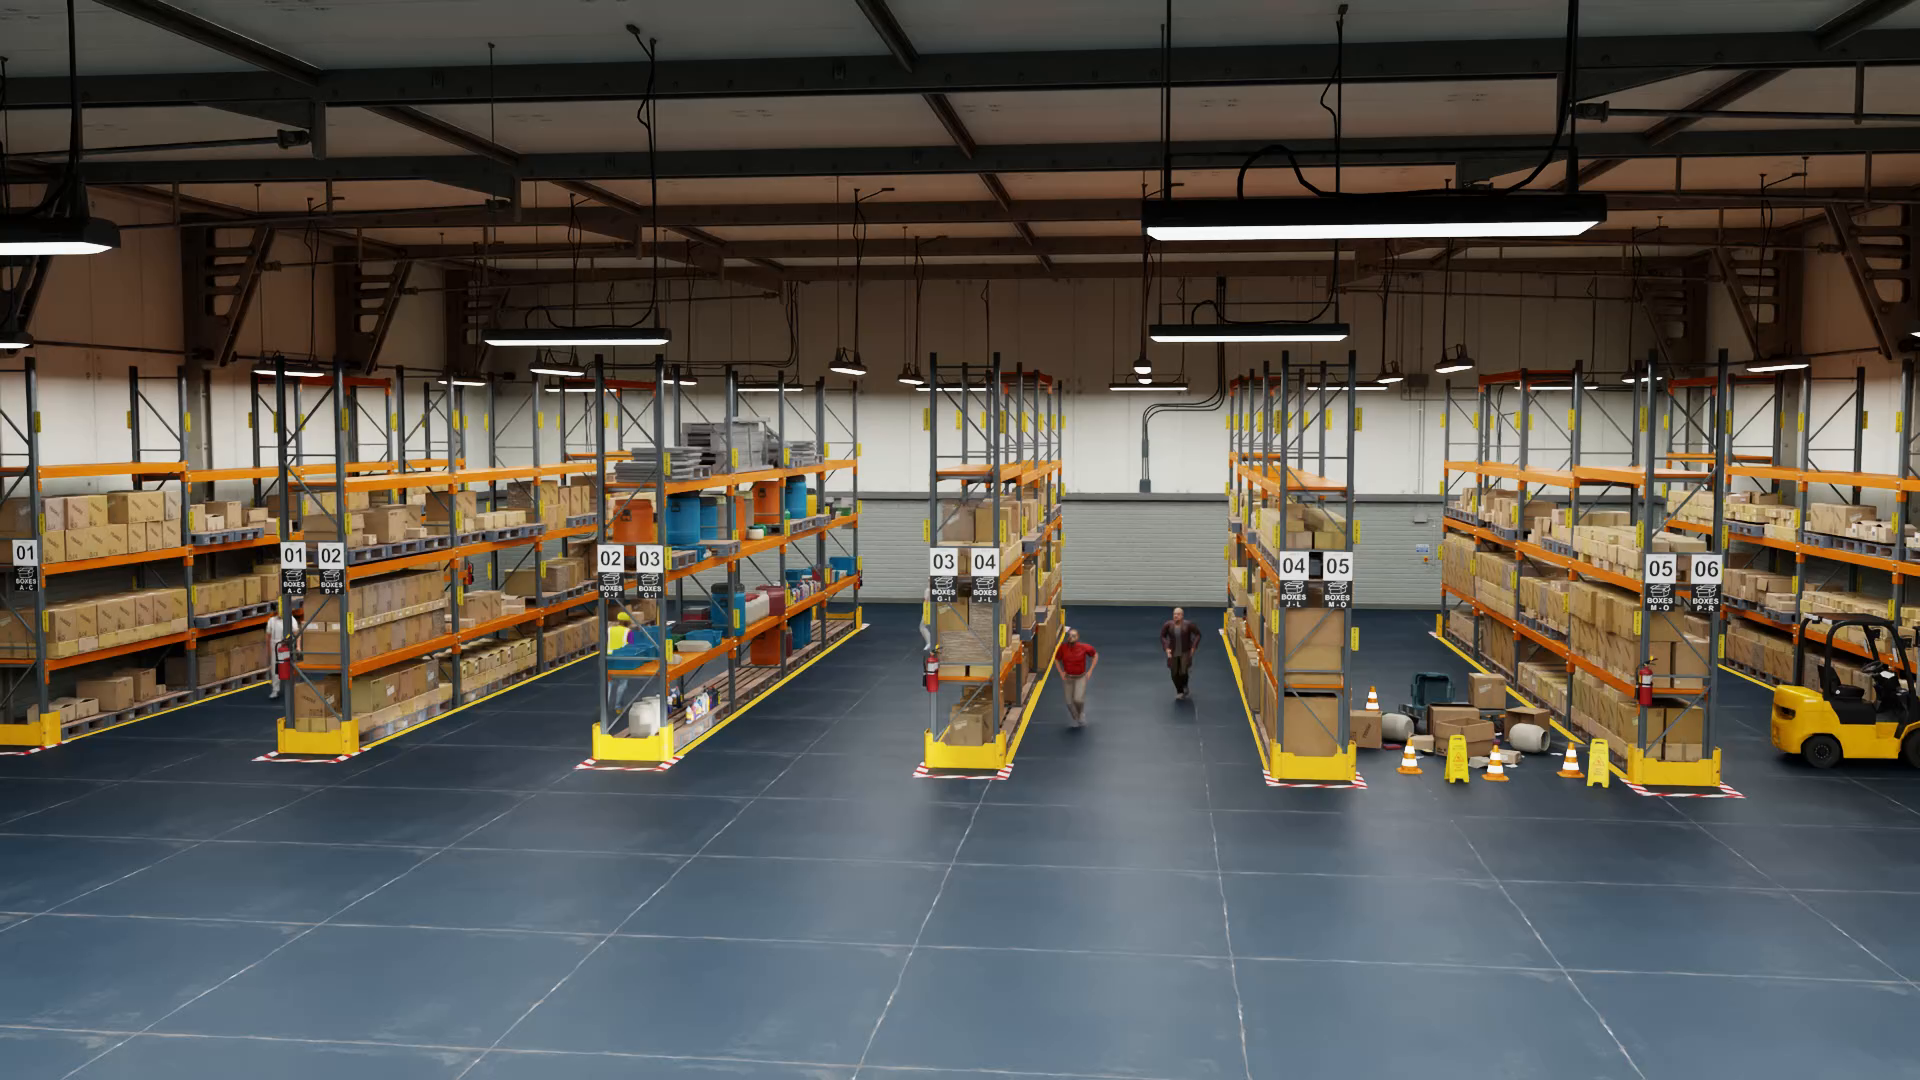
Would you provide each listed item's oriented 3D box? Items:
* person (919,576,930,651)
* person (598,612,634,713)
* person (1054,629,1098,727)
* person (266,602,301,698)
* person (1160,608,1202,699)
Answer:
[{"bbox_3d":[-0.597,1.606,36.244,0.498,1.670,0.465,-3,5,-36],"label":"person"},{"bbox_3d":[-5.903,2.115,28.621,0.629,1.734,0.700,1,4,9],"label":"person"},{"bbox_3d":[1.902,2.264,27.193,0.706,1.642,0.735,1,4,15],"label":"person"},{"bbox_3d":[-12.361,1.971,30.418,0.639,1.717,1.054,-1,4,-9],"label":"person"},{"bbox_3d":[3.985,2.045,30.022,0.751,1.688,0.643,1,4,16],"label":"person"}]
